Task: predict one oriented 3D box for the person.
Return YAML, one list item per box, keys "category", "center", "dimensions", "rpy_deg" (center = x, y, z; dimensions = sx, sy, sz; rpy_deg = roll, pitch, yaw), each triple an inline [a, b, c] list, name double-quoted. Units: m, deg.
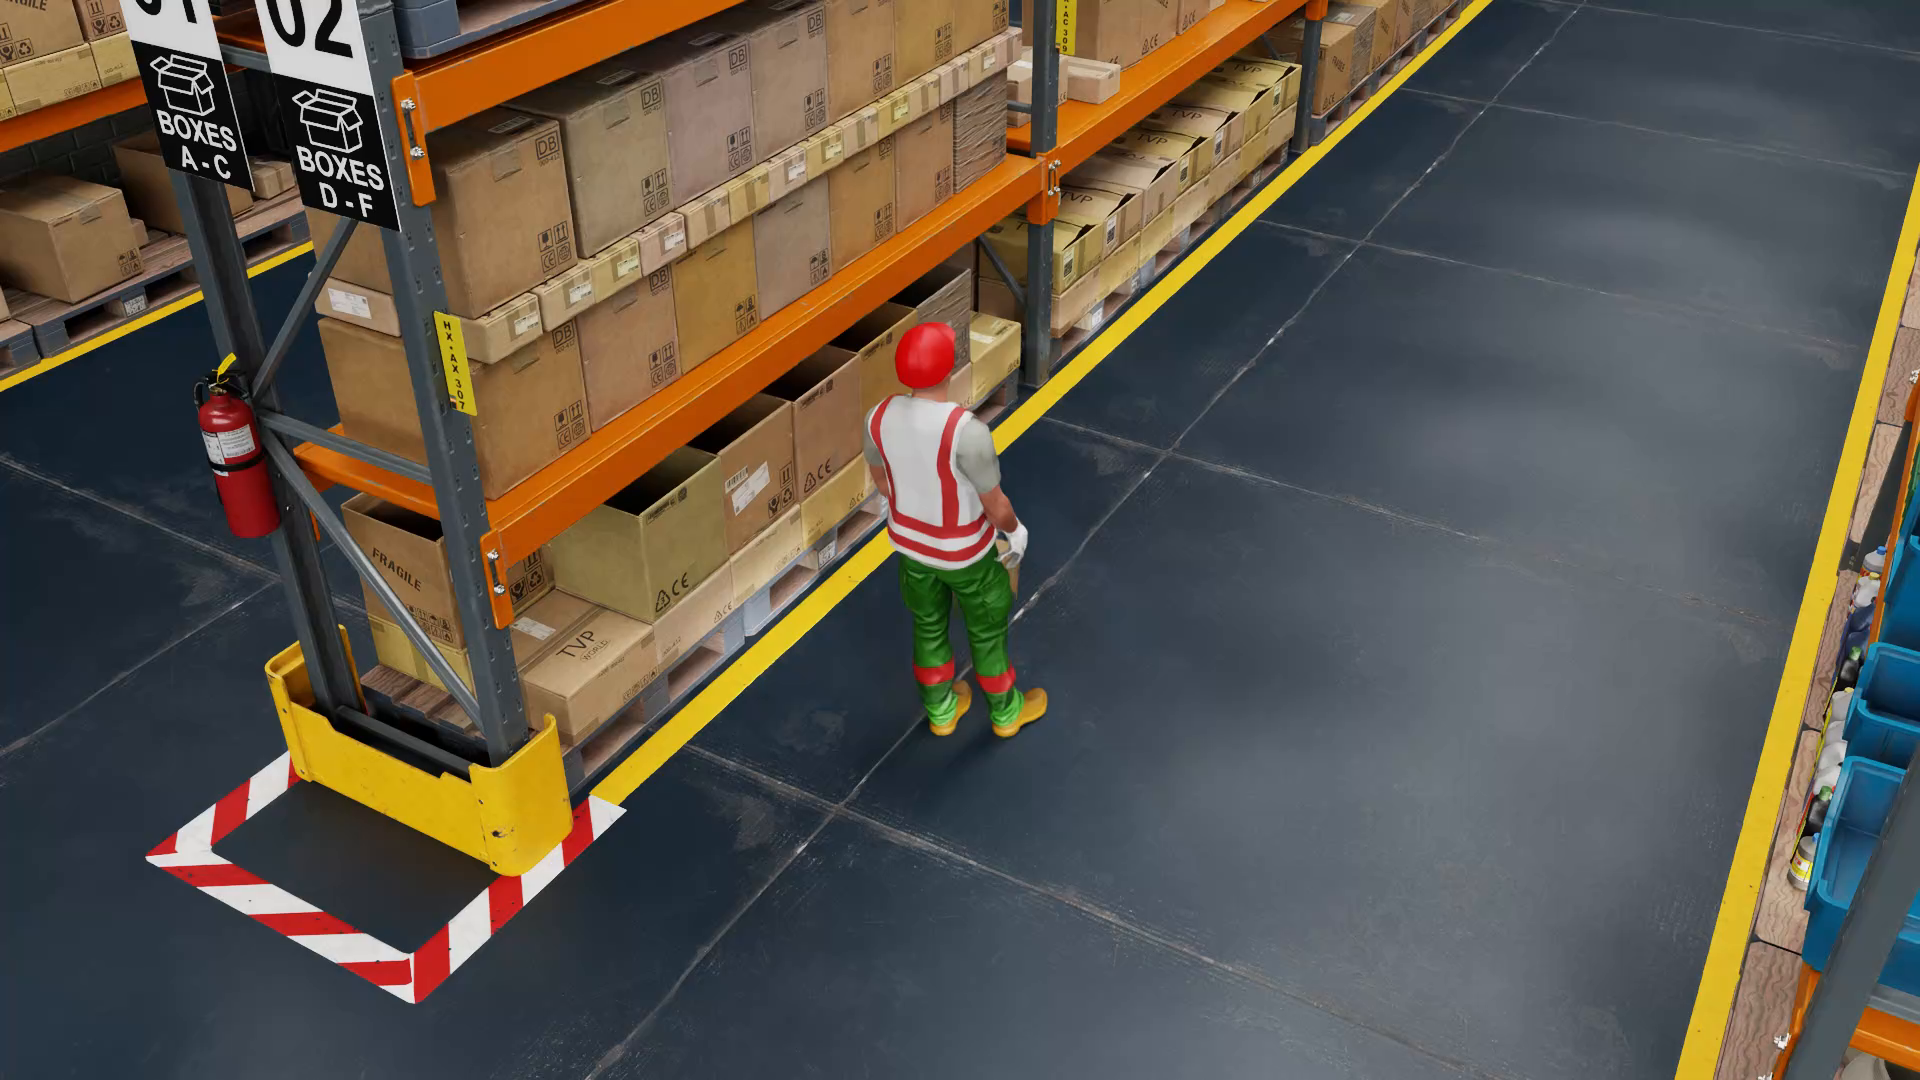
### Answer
- category: "person"
  center: [-0.012, -0.030, 6.151]
  dimensions: [0.597, 1.789, 0.562]
  rpy_deg: [18, 38, 24]
